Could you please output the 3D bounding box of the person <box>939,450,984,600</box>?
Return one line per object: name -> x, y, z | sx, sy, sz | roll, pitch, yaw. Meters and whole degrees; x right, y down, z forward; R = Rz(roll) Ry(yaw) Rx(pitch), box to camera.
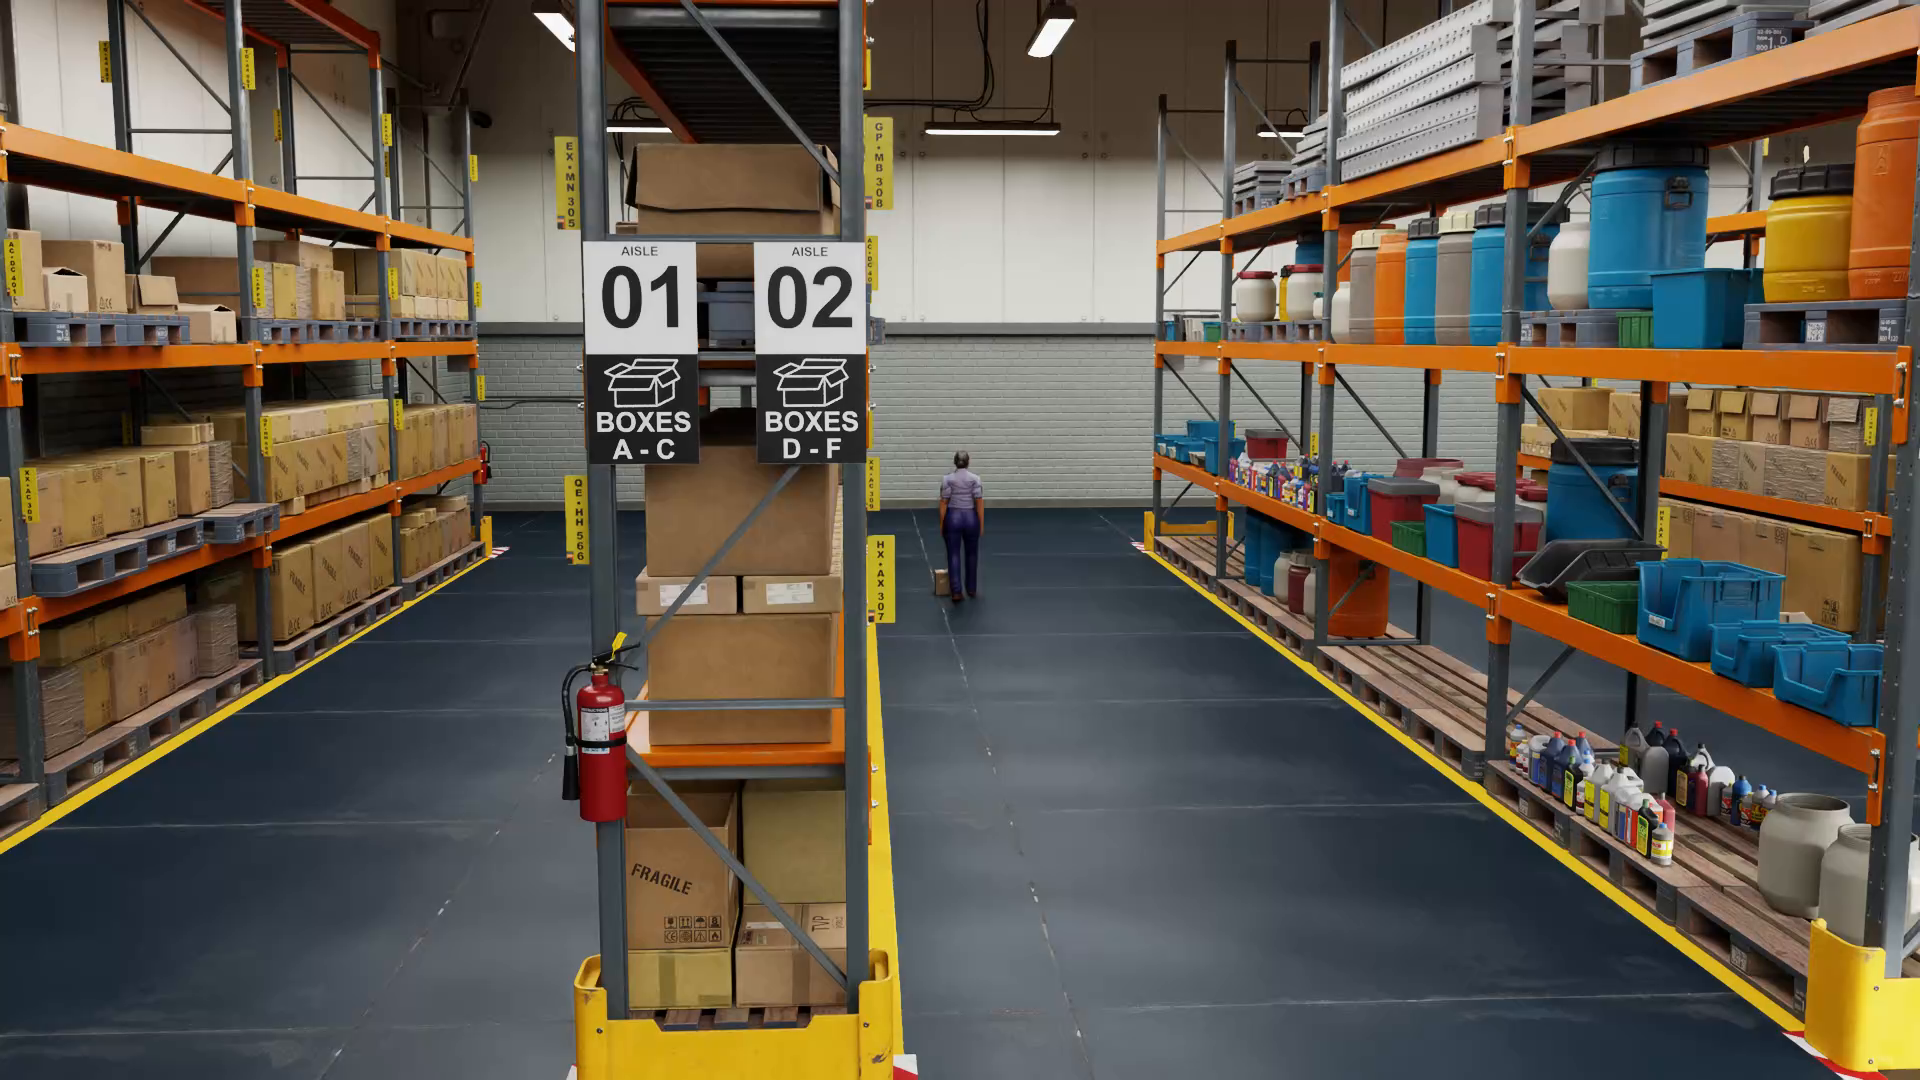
person -> 0.002, -0.185, 18.288 | 0.489, 1.635, 0.693 | -1, 7, -5
